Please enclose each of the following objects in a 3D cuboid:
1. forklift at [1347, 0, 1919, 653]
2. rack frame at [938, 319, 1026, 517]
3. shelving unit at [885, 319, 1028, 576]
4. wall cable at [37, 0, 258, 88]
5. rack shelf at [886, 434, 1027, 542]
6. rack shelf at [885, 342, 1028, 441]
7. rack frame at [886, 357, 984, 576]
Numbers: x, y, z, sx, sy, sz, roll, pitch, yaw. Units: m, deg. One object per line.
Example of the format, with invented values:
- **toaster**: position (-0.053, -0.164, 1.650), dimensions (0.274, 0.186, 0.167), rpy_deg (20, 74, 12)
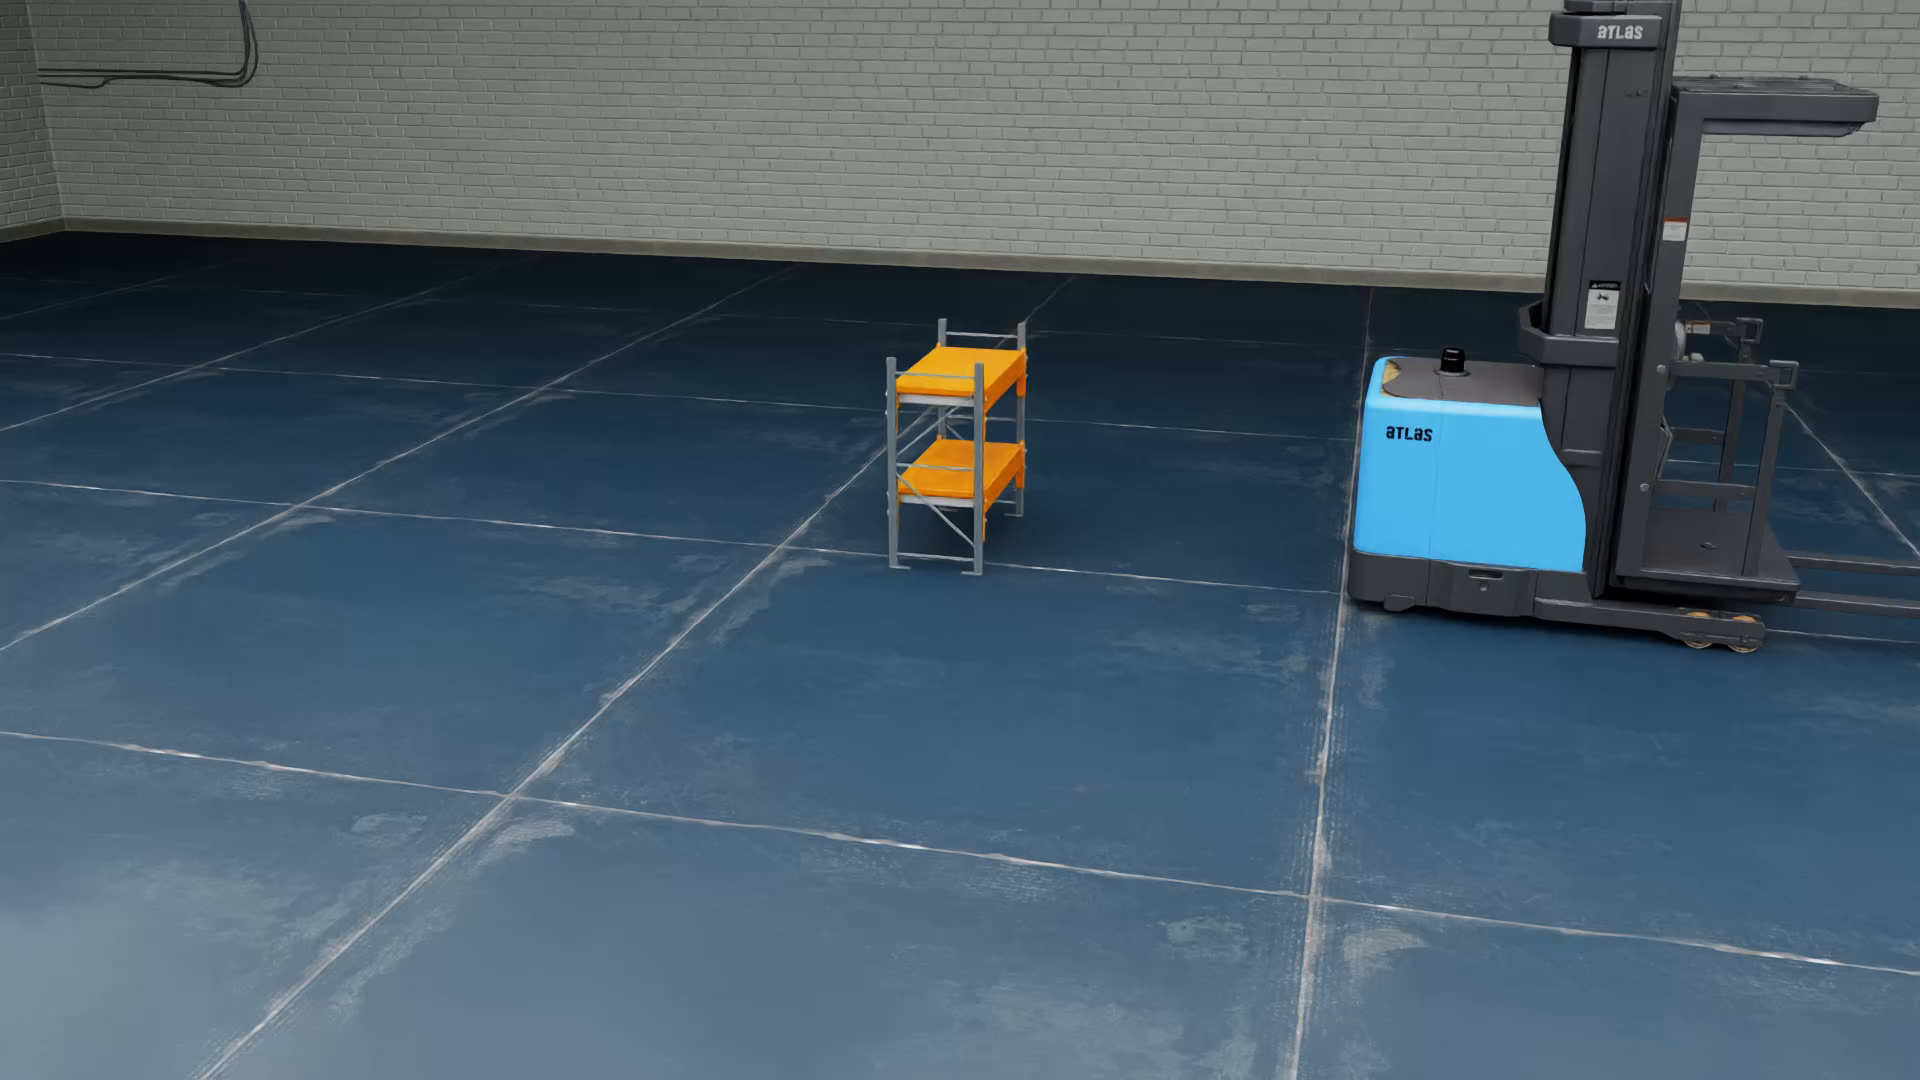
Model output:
- **forklift**: position (3.486, -1.059, 7.753), dimensions (3.031, 2.935, 1.130), rpy_deg (5, 20, 15)
- **rack frame**: position (0.123, -0.690, 9.466), dimensions (0.500, 1.125, 0.032), rpy_deg (5, 19, 13)
- **shelving unit**: position (-0.002, -0.530, 9.000), dimensions (0.538, 1.125, 1.048), rpy_deg (5, 19, 13)
- **wall cable**: position (-9.457, -6.426, 18.883), dimensions (3.097, 2.526, 0.112), rpy_deg (5, 19, 13)
- **rack shelf**: position (-0.002, -0.299, 9.079), dimensions (0.538, 0.278, 1.000), rpy_deg (5, 19, 13)
- **rack shelf**: position (-0.002, -0.807, 8.905), dimensions (0.538, 0.278, 1.000), rpy_deg (5, 19, 13)
- **rack frame**: position (-0.126, -0.371, 8.533), dimensions (0.500, 1.125, 0.032), rpy_deg (5, 19, 13)
